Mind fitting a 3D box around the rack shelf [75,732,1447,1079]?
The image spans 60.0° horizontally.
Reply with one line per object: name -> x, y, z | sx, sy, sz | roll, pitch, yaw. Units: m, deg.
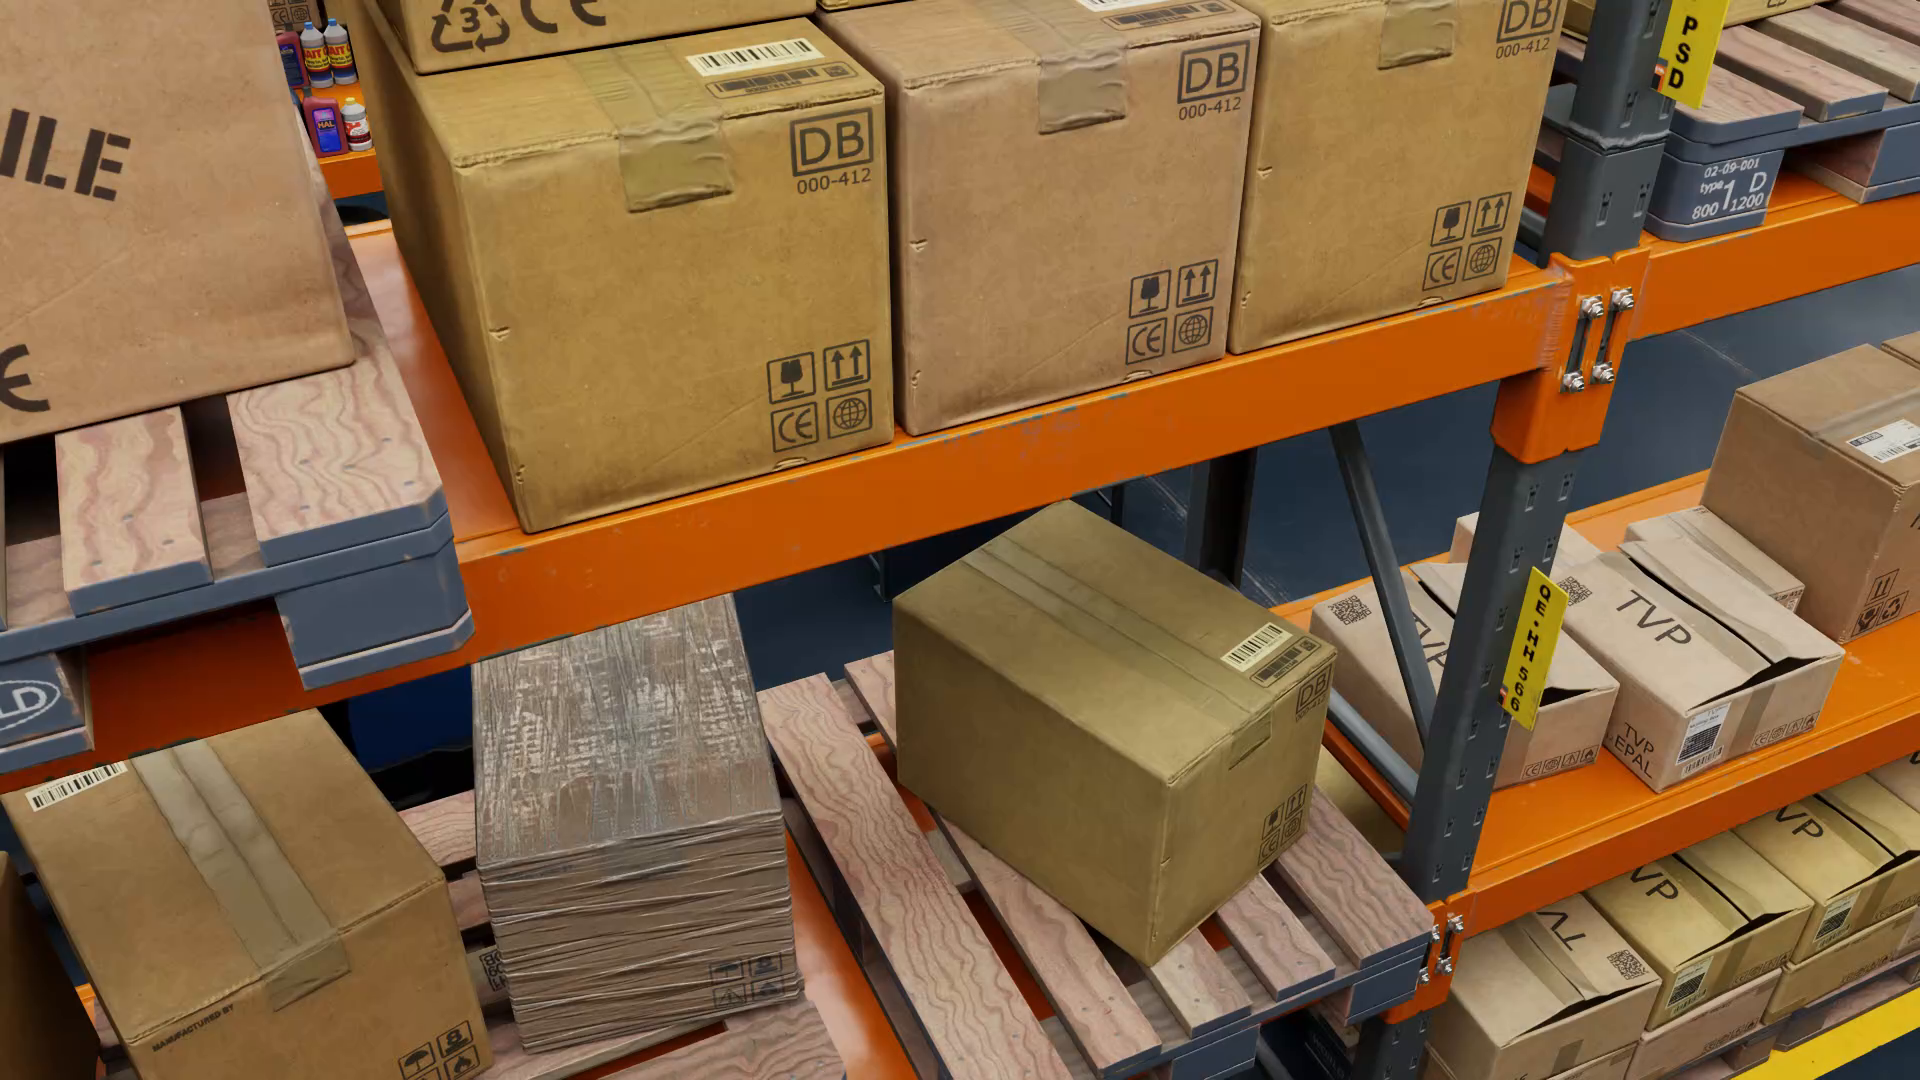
rack shelf -> -1.001, 1.140, 3.298 | 4.000, 0.370, 1.077 | -16, 39, -20

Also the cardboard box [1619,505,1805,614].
cardboard box -> 1.940, 0.093, 4.318 | 0.250, 0.149, 0.380 | -13, 38, -17

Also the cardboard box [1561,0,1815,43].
cardboard box -> 1.196, -1.113, 2.988 | 0.500, 0.250, 0.500 | -19, 40, -23

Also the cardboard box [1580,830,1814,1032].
cardboard box -> 1.880, 0.944, 4.444 | 0.500, 0.311, 0.500 | -17, 40, -21

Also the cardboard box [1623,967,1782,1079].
cardboard box -> 1.863, 1.179, 4.598 | 0.500, 0.250, 0.500 | -17, 40, -21

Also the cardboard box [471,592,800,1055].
cardboard box -> -0.622, 0.485, 3.142 | 0.500, 0.500, 0.700 | -9, 37, -11

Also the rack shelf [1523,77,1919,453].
rack shelf -> 2.620, -1.077, 3.770 | 4.000, 0.370, 1.077 | -16, 39, -20

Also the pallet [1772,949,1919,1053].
pallet -> 2.674, 0.971, 5.263 | 1.213, 0.211, 1.003 | -16, 39, -20

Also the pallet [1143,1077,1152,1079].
pallet -> 0.117, 1.634, 4.370 | 1.213, 0.211, 1.003 | -16, 39, -20

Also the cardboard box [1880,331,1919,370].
cardboard box -> 2.798, -0.262, 4.501 | 0.500, 0.500, 0.500 | -16, 39, -20

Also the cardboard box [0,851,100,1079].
cardboard box -> -1.692, 0.941, 2.527 | 0.500, 0.500, 0.700 | -10, 38, -13

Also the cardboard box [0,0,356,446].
cardboard box -> -1.118, -0.523, 1.899 | 0.600, 0.600, 0.600 | -17, 40, -22

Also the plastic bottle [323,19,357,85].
plastic bottle -> -2.686, -2.116, 7.193 | 0.097, 0.271, 0.097 | 0, 37, 0

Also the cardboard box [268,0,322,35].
cardboard box -> -4.840, -3.928, 10.960 | 0.875, 0.875, 1.225 | -15, 39, -20

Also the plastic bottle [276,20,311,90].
plastic bottle -> -2.886, -2.077, 7.130 | 0.133, 0.283, 0.061 | -16, 39, -20

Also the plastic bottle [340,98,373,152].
plastic bottle -> -2.415, -1.665, 6.643 | 0.097, 0.201, 0.097 | 0, 37, 0

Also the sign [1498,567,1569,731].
sign -> 1.048, 0.202, 3.054 | 0.005, 0.325, 0.100 | -16, 39, -20

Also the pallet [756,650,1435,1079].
pallet -> 0.225, 0.632, 3.542 | 1.003, 0.211, 1.213 | -16, 39, -20

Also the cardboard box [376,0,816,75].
cardboard box -> -0.512, -0.936, 2.053 | 0.500, 0.500, 0.500 | -16, 39, -20

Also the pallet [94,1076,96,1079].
pallet -> -2.042, 1.291, 2.652 | 1.213, 0.211, 1.003 | -16, 39, -20

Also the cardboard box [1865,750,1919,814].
cardboard box -> 2.808, 0.686, 4.793 | 0.500, 0.311, 0.500 | -16, 39, -21

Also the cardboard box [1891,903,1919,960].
cardboard box -> 2.795, 0.915, 4.955 | 0.500, 0.250, 0.500 | -15, 39, -19

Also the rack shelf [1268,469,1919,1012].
rack shelf -> 2.620, 0.128, 4.664 | 4.000, 0.370, 1.077 | -16, 39, -20

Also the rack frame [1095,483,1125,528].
rack frame -> 0.537, -0.753, 6.506 | 0.032, 1.500, 0.500 | -16, 39, -20

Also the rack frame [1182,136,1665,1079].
rack frame -> 0.809, 0.345, 3.767 | 0.127, 3.000, 1.000 | -16, 39, -20

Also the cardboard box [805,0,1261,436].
cardboard box -> -0.033, -0.642, 2.496 | 0.500, 0.500, 0.910 | -16, 39, -20

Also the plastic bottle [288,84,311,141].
plastic bottle -> -2.673, -1.668, 6.522 | 0.185, 0.351, 0.144 | -16, 39, -20

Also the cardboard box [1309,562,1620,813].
cardboard box -> 1.157, 0.312, 3.886 | 0.500, 0.311, 0.500 | -13, 39, -17

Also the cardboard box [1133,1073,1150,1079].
cardboard box -> 0.276, 1.134, 4.433 | 0.500, 0.500, 0.500 | -14, 39, -18

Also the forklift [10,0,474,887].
forklift -> -2.527, -0.327, 4.730 | 3.031, 2.935, 1.130 | -19, 40, -23

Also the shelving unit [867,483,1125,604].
shelving unit -> 0.077, -0.624, 6.332 | 1.048, 1.500, 0.538 | -16, 39, -20
